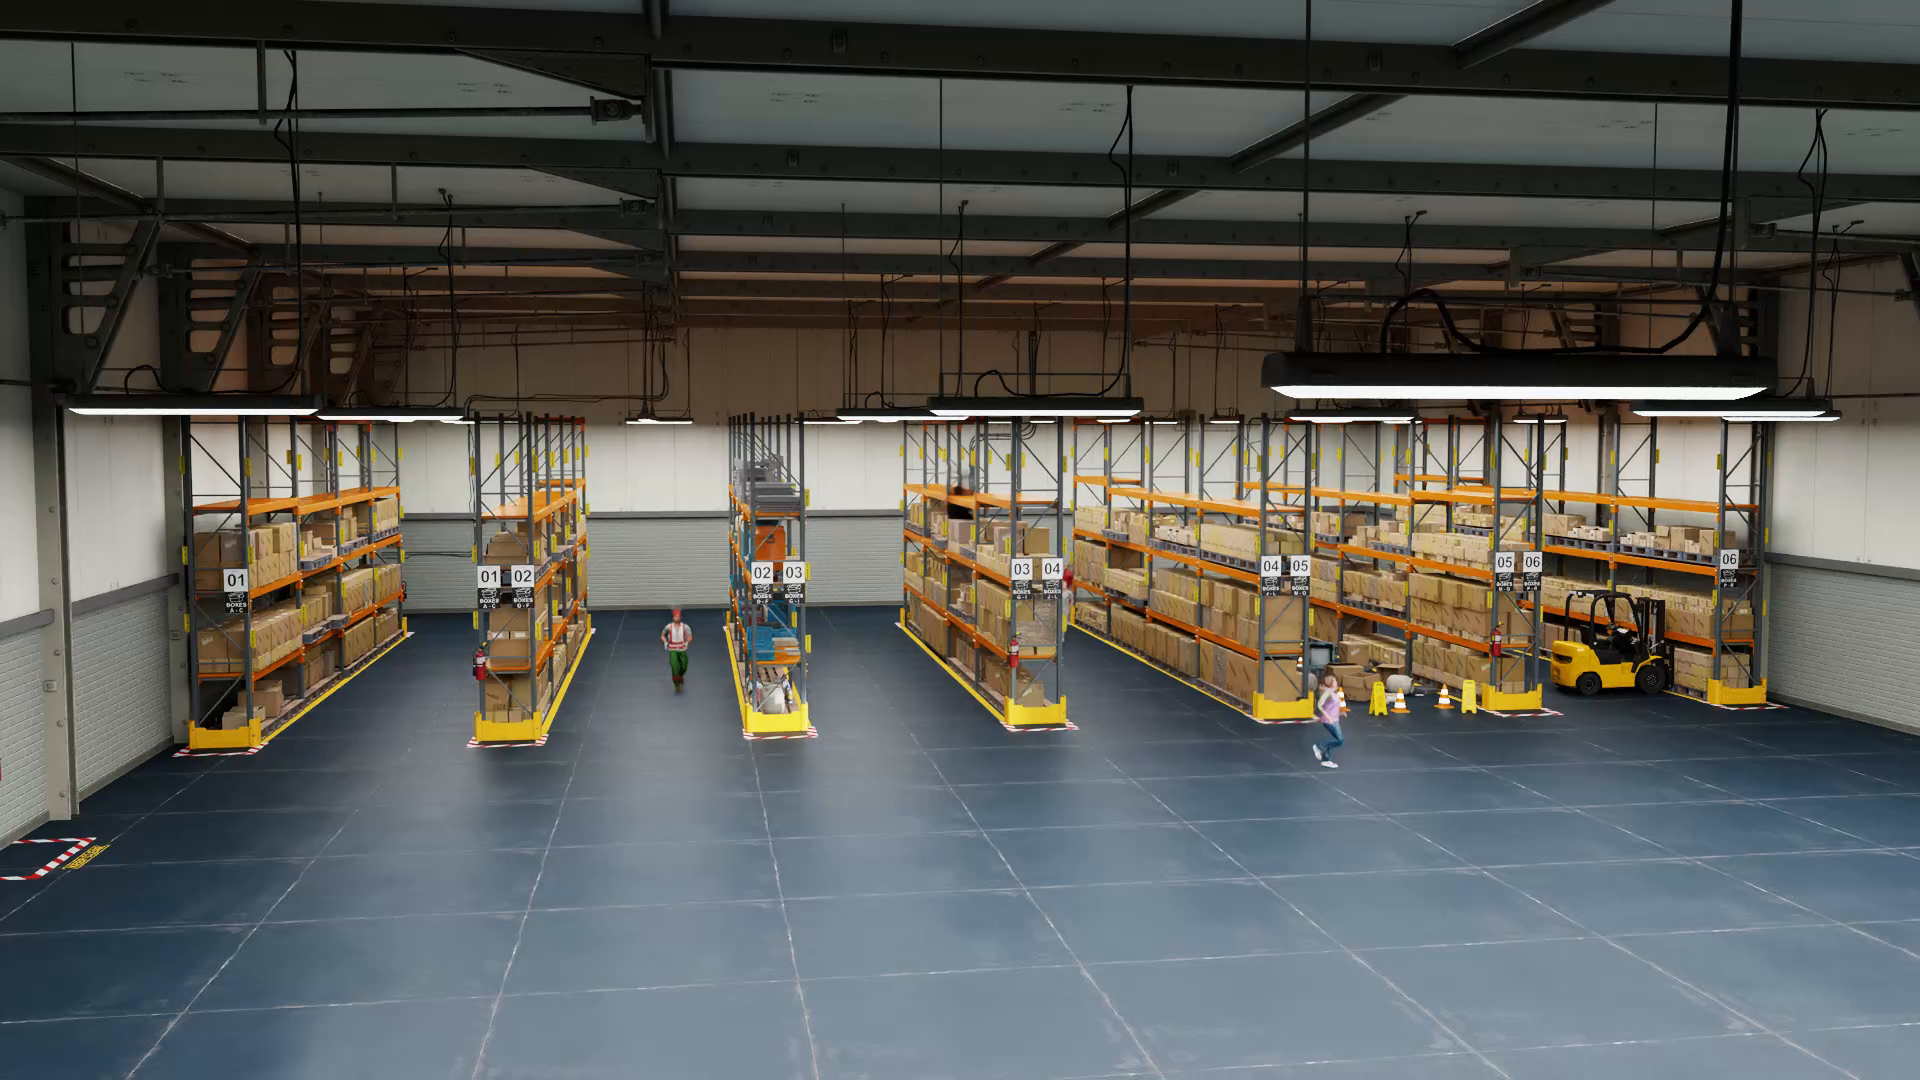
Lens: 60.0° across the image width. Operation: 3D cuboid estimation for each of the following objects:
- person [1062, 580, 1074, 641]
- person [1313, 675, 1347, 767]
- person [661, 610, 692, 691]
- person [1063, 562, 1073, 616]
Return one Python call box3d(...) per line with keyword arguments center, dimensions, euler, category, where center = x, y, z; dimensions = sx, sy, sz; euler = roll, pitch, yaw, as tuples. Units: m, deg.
box3d(center=(2.770, 1.888, 44.308), dimensions=(0.573, 1.638, 0.569), euler=(-1, 4, -10), category="person")
box3d(center=(6.230, 3.050, 27.981), dimensions=(0.543, 1.557, 0.540), euler=(2, 4, 25), category="person")
box3d(center=(-6.150, 2.396, 36.133), dimensions=(0.659, 1.743, 0.709), euler=(-1, 4, -14), category="person")
box3d(center=(3.143, 1.530, 49.531), dimensions=(0.677, 1.742, 0.728), euler=(-2, 4, -21), category="person")
